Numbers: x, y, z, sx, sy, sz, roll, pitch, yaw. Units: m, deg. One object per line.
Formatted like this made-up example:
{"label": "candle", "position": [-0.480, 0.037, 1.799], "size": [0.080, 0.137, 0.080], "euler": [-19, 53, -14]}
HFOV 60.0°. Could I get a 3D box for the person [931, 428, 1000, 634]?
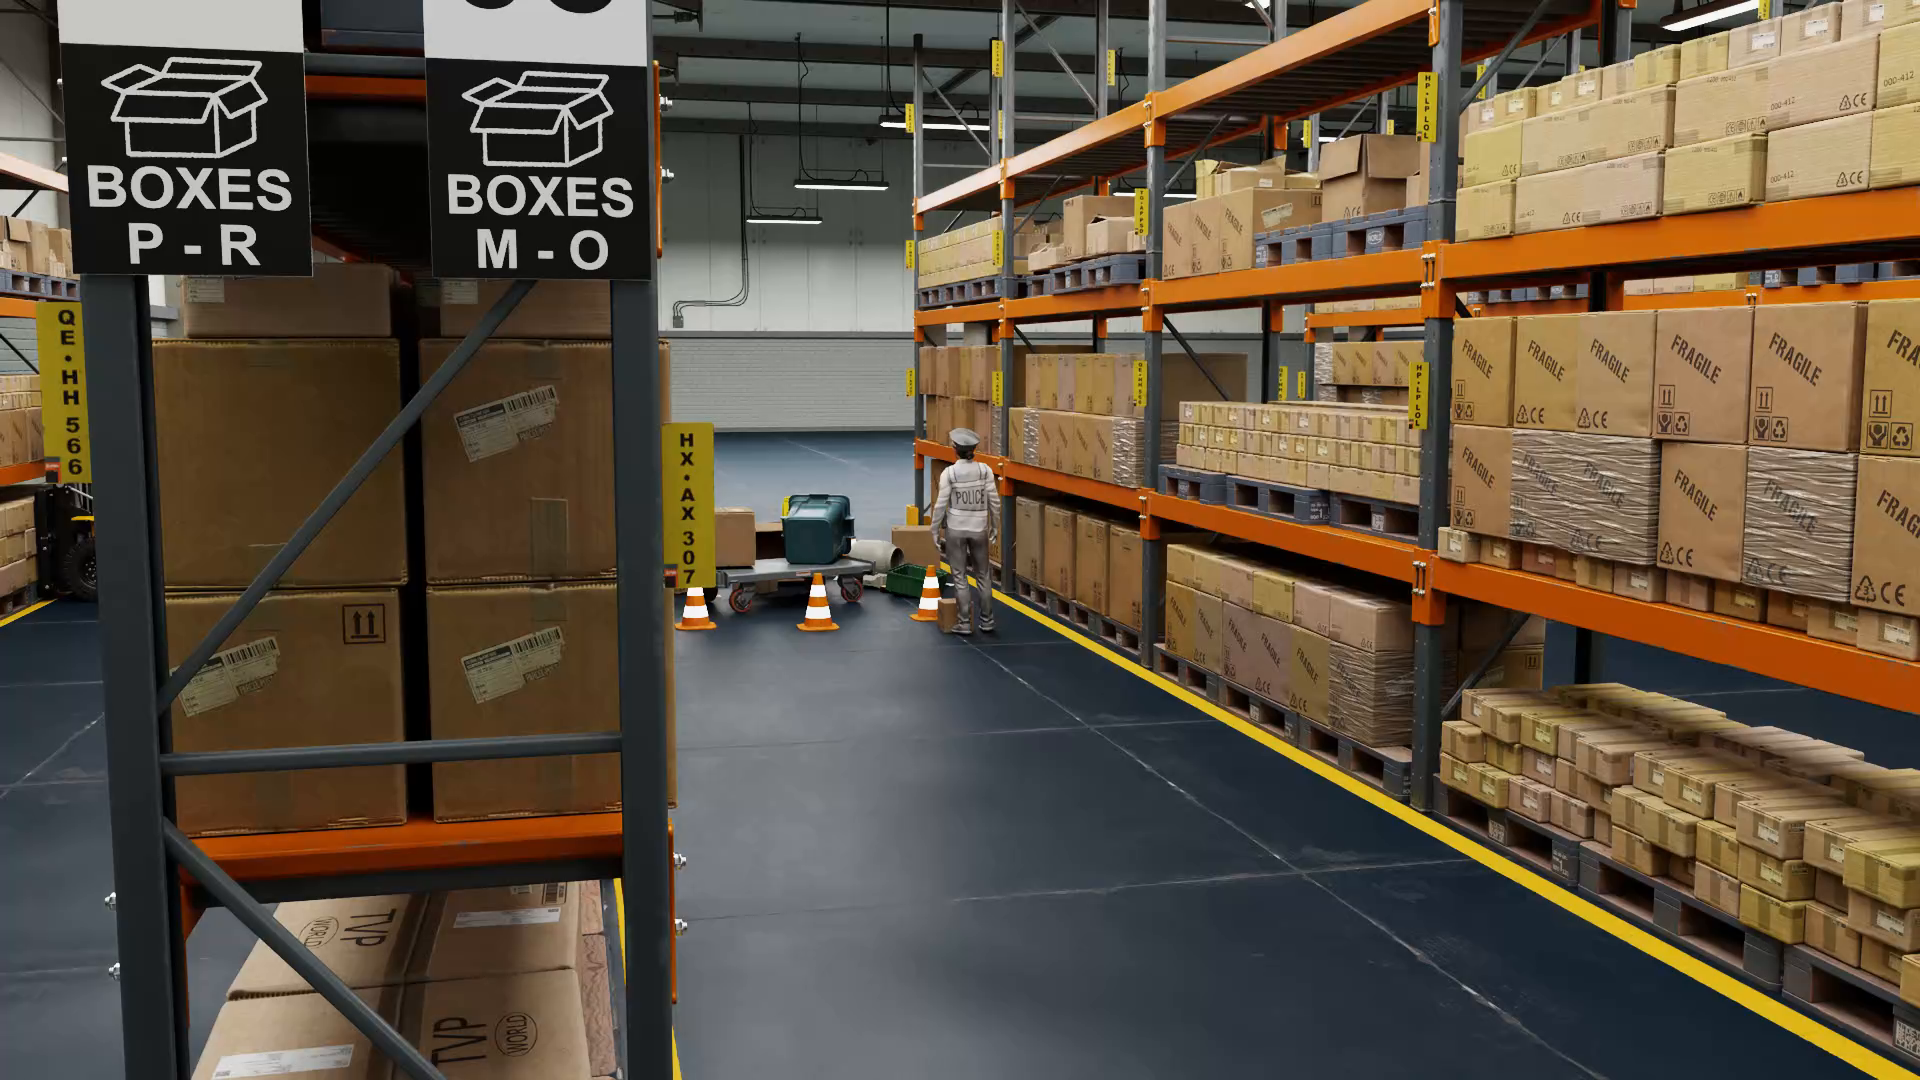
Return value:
{"label": "person", "position": [0.039, -0.074, 13.623], "size": [0.587, 1.696, 0.533], "euler": [-2, 6, -14]}
